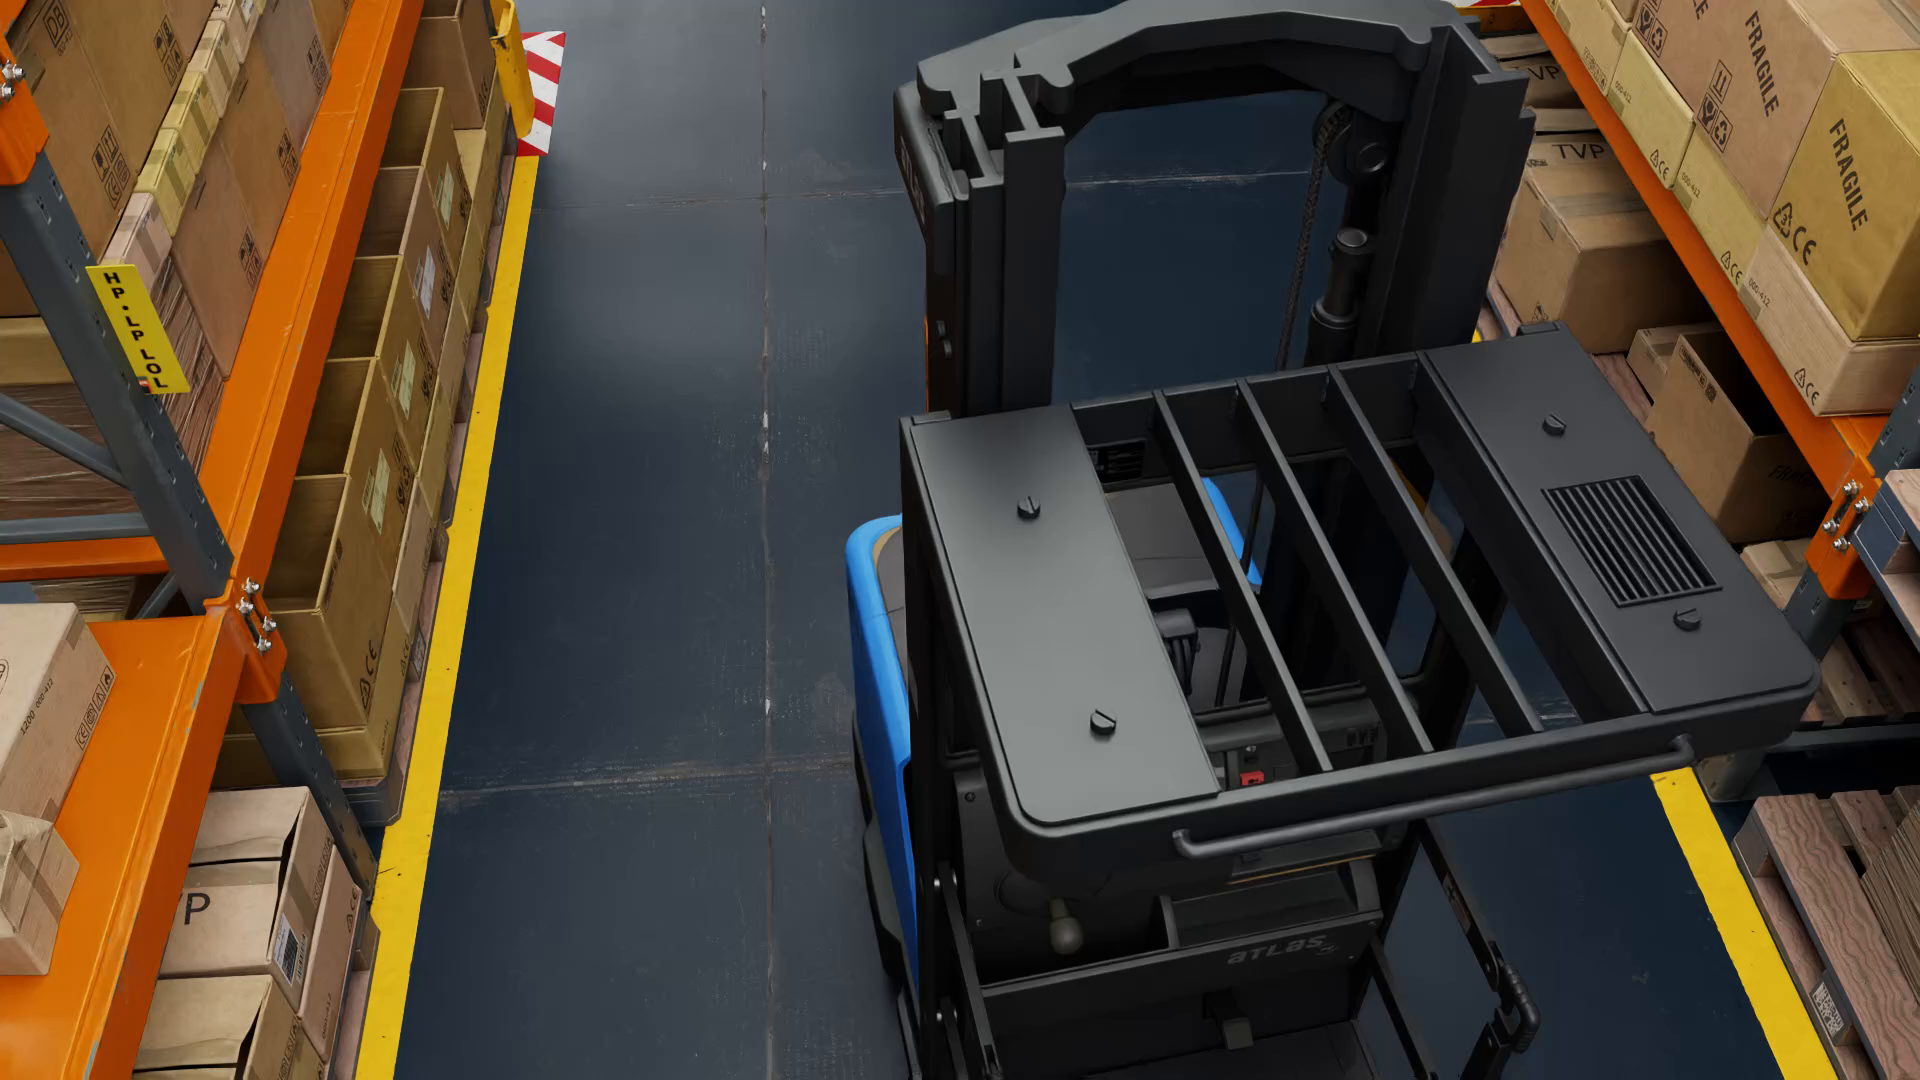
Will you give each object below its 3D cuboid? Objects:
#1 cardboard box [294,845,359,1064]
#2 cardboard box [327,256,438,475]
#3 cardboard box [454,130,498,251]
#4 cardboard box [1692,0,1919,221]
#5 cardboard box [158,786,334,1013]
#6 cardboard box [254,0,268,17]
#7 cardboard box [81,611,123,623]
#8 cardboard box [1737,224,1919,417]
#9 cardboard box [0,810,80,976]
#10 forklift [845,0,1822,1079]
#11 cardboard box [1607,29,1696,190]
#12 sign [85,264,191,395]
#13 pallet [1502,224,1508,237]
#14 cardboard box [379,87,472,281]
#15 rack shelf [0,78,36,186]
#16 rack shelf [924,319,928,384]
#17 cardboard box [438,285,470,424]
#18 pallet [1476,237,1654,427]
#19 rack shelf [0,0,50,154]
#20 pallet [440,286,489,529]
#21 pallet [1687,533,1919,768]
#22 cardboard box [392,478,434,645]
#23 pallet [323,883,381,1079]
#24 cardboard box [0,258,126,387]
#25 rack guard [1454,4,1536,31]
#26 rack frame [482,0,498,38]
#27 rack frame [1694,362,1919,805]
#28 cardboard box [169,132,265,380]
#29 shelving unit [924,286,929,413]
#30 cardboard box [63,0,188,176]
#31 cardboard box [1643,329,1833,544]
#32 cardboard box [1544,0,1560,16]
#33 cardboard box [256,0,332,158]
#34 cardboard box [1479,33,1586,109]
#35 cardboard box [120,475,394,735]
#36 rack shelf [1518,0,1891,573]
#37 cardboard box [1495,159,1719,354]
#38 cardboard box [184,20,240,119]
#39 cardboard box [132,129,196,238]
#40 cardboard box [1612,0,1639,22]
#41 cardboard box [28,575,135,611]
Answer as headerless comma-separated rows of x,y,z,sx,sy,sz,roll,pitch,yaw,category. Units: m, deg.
-1.865,1.076,4.269,0.500,0.250,0.500,-4,47,-4,cardboard box
-2.000,-0.542,5.285,0.500,0.500,0.500,-3,47,-3,cardboard box
-2.131,-1.369,6.585,0.500,0.250,0.500,-3,47,-3,cardboard box
2.352,-1.208,4.401,0.500,0.500,0.500,-4,47,-4,cardboard box
-1.869,0.877,4.072,0.500,0.311,0.500,-3,47,-3,cardboard box
-2.152,-1.591,4.675,0.380,0.149,0.250,-4,47,-4,cardboard box
-2.446,0.472,4.842,0.500,0.250,0.500,-3,47,-3,cardboard box
2.405,-0.590,4.333,0.500,0.250,0.500,-3,47,-3,cardboard box
-1.932,0.664,3.148,0.396,0.266,0.258,-5,47,-4,cardboard box
0.502,0.654,3.112,1.130,2.935,3.031,-9,47,-8,forklift
2.314,-1.314,5.018,0.500,0.250,0.500,-4,47,-4,cardboard box
-1.649,-0.418,3.337,0.100,0.325,0.005,-3,47,-3,sign
2.451,-1.601,7.121,1.003,0.211,1.213,-3,47,-3,pallet
-2.084,-1.265,5.971,0.500,0.500,0.500,-3,47,-3,cardboard box
-2.022,0.656,1.492,1.077,0.370,4.000,-3,47,-3,rack shelf
0.005,-0.510,5.134,0.215,0.259,0.240,-3,47,-3,rack shelf
-2.047,-0.646,5.900,0.500,0.250,0.500,-3,47,-3,cardboard box
2.550,-0.721,6.287,1.003,0.211,1.213,-3,47,-3,pallet
-2.356,-2.238,4.233,1.077,0.370,4.000,-3,47,-3,rack shelf
-2.319,-0.511,6.088,1.003,0.211,1.213,-3,47,-3,pallet
2.656,0.164,5.449,1.003,0.211,1.213,-3,47,-3,pallet
-1.962,0.078,5.215,0.500,0.250,0.500,-3,47,-3,cardboard box
-2.088,1.482,4.201,1.003,0.211,1.213,-3,47,-3,pallet
-2.018,-0.471,3.614,0.380,0.149,0.250,-4,47,-3,cardboard box
2.419,-2.290,7.575,1.175,0.500,0.348,-3,47,-3,rack guard
-2.524,-2.901,6.432,1.000,3.000,0.127,-3,47,-3,rack frame
2.747,-0.311,3.979,1.000,3.000,0.127,-3,47,-3,rack frame
-2.283,-0.743,4.319,0.700,0.500,0.500,-4,47,-4,cardboard box
0.004,-0.322,5.332,0.215,1.050,0.252,-3,47,-3,shelving unit
-2.276,-1.174,3.833,0.700,0.500,0.500,-4,47,-3,cardboard box
2.620,-0.351,5.435,0.500,0.500,0.500,-7,47,-6,cardboard box
2.231,-2.044,5.710,0.500,0.250,0.500,-4,47,-4,cardboard box
-2.365,-1.477,5.014,0.700,0.500,0.500,-2,47,-2,cardboard box
2.380,-1.926,7.057,0.500,0.311,0.500,-8,47,-8,cardboard box
-1.916,0.182,4.600,0.500,0.500,0.500,-3,47,-3,cardboard box
2.580,-1.511,5.610,1.077,0.370,4.000,-3,47,-3,rack shelf
2.440,-1.044,6.092,0.700,0.500,0.500,-6,47,-6,cardboard box
-2.105,-1.210,4.314,0.380,0.149,0.250,-5,47,-5,cardboard box
-2.063,-0.839,3.963,0.380,0.149,0.250,-5,47,-4,cardboard box
2.276,-1.949,5.103,0.500,0.500,0.500,-2,47,-2,cardboard box
-2.476,-0.149,4.913,0.500,0.500,0.500,-3,47,-3,cardboard box
